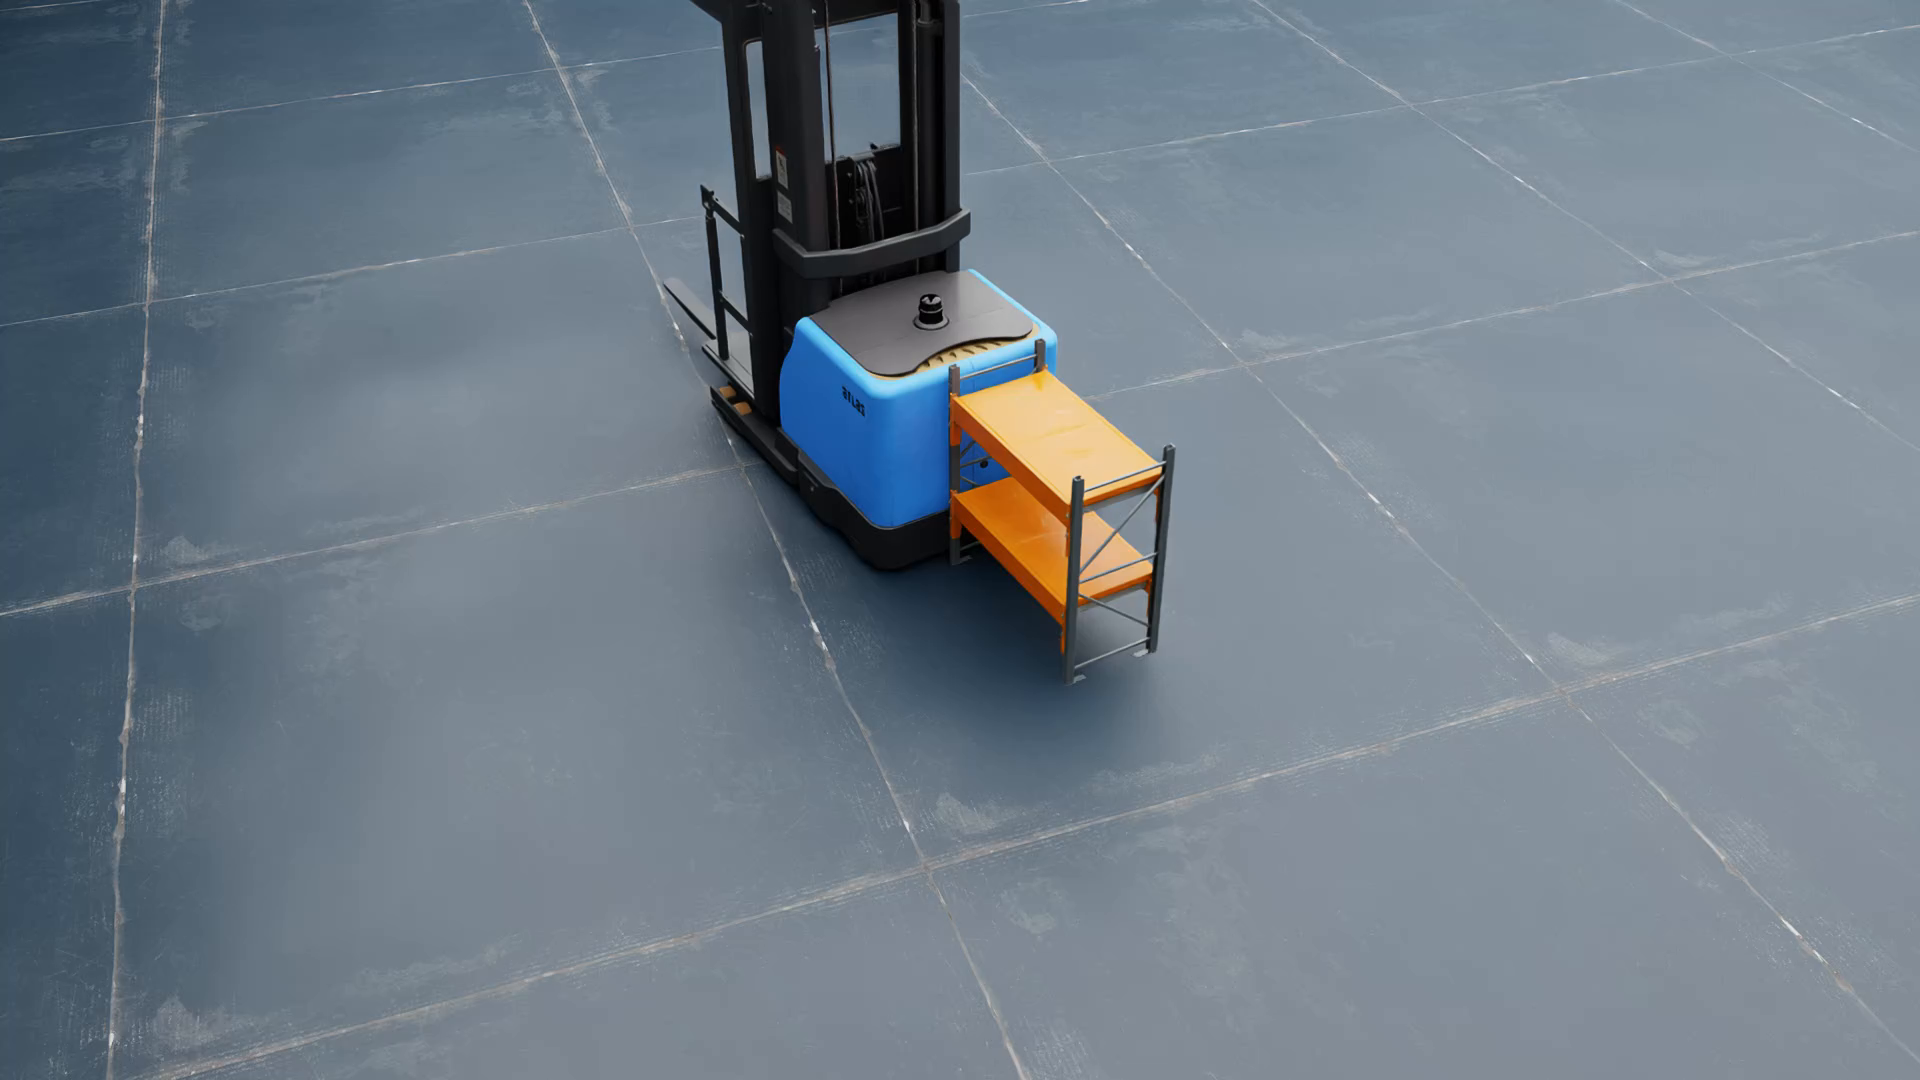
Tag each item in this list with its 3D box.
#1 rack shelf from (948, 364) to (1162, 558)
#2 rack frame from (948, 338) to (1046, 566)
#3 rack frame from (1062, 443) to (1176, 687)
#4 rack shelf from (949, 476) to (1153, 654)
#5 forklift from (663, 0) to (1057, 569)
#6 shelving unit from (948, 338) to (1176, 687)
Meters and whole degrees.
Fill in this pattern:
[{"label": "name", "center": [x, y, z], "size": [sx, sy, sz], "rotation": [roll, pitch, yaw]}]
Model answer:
[{"label": "rack shelf", "center": [0.426, -0.372, 7.383], "size": [0.538, 0.278, 1.000], "rotation": [-19, 41, -24]}, {"label": "rack frame", "center": [0.171, -0.403, 7.911], "size": [0.500, 1.125, 0.032], "rotation": [-19, 41, -24]}, {"label": "rack frame", "center": [0.680, 0.126, 7.208], "size": [0.500, 1.125, 0.032], "rotation": [-19, 41, -24]}, {"label": "rack shelf", "center": [0.426, 0.057, 7.706], "size": [0.538, 0.278, 1.000], "rotation": [-19, 41, -24]}, {"label": "forklift", "center": [-0.720, -1.891, 8.385], "size": [1.130, 2.935, 3.031], "rotation": [-20, 41, -25]}, {"label": "shelving unit", "center": [0.426, -0.138, 7.559], "size": [0.538, 1.125, 1.048], "rotation": [-19, 41, -24]}]
